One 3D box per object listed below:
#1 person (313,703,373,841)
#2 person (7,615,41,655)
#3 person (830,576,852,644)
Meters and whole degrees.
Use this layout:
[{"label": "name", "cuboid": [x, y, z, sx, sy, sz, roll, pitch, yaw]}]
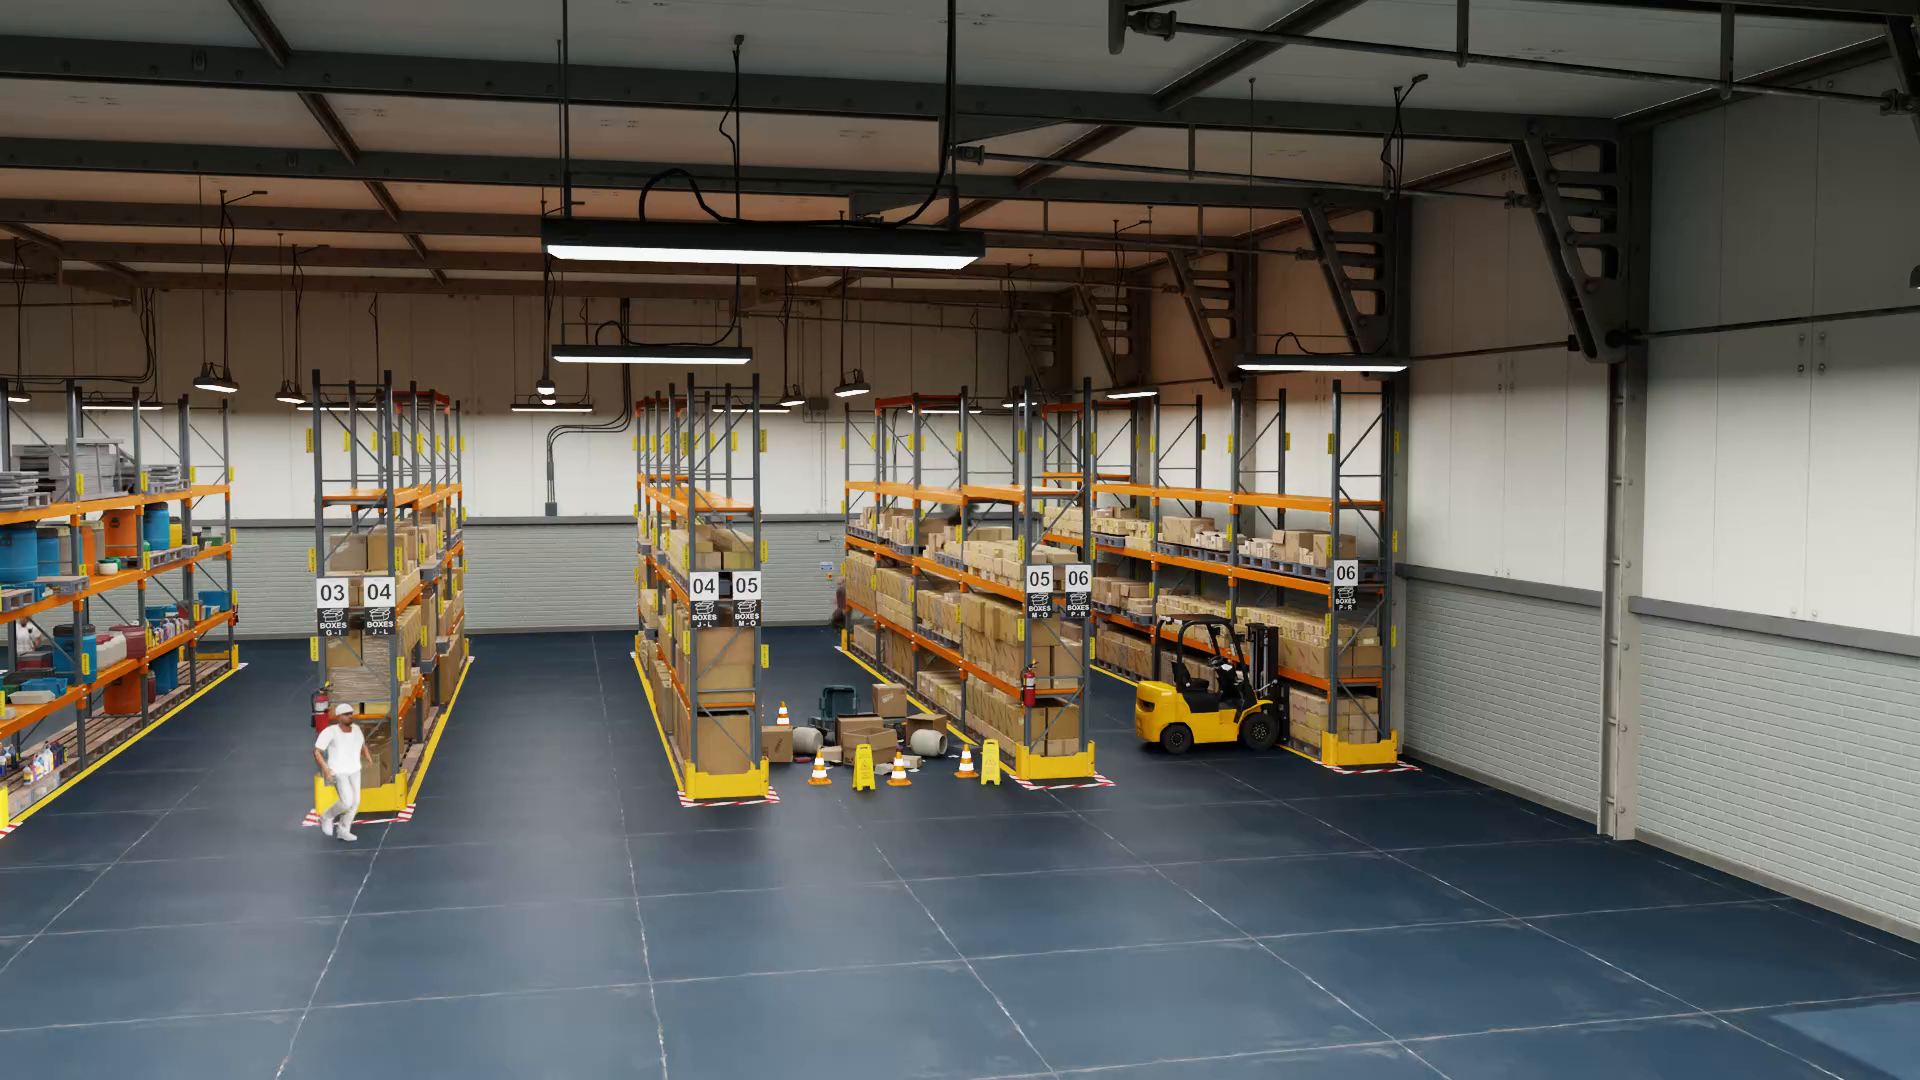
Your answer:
[{"label": "person", "cuboid": [-7.782, 2.925, 21.037, 0.578, 1.733, 0.715, 2, 4, 29]}, {"label": "person", "cuboid": [-18.705, 2.262, 33.252, 0.598, 1.686, 0.695, -2, 4, -26]}, {"label": "person", "cuboid": [-2.970, 1.748, 41.569, 0.644, 1.734, 0.734, 0, 3, 6]}]
